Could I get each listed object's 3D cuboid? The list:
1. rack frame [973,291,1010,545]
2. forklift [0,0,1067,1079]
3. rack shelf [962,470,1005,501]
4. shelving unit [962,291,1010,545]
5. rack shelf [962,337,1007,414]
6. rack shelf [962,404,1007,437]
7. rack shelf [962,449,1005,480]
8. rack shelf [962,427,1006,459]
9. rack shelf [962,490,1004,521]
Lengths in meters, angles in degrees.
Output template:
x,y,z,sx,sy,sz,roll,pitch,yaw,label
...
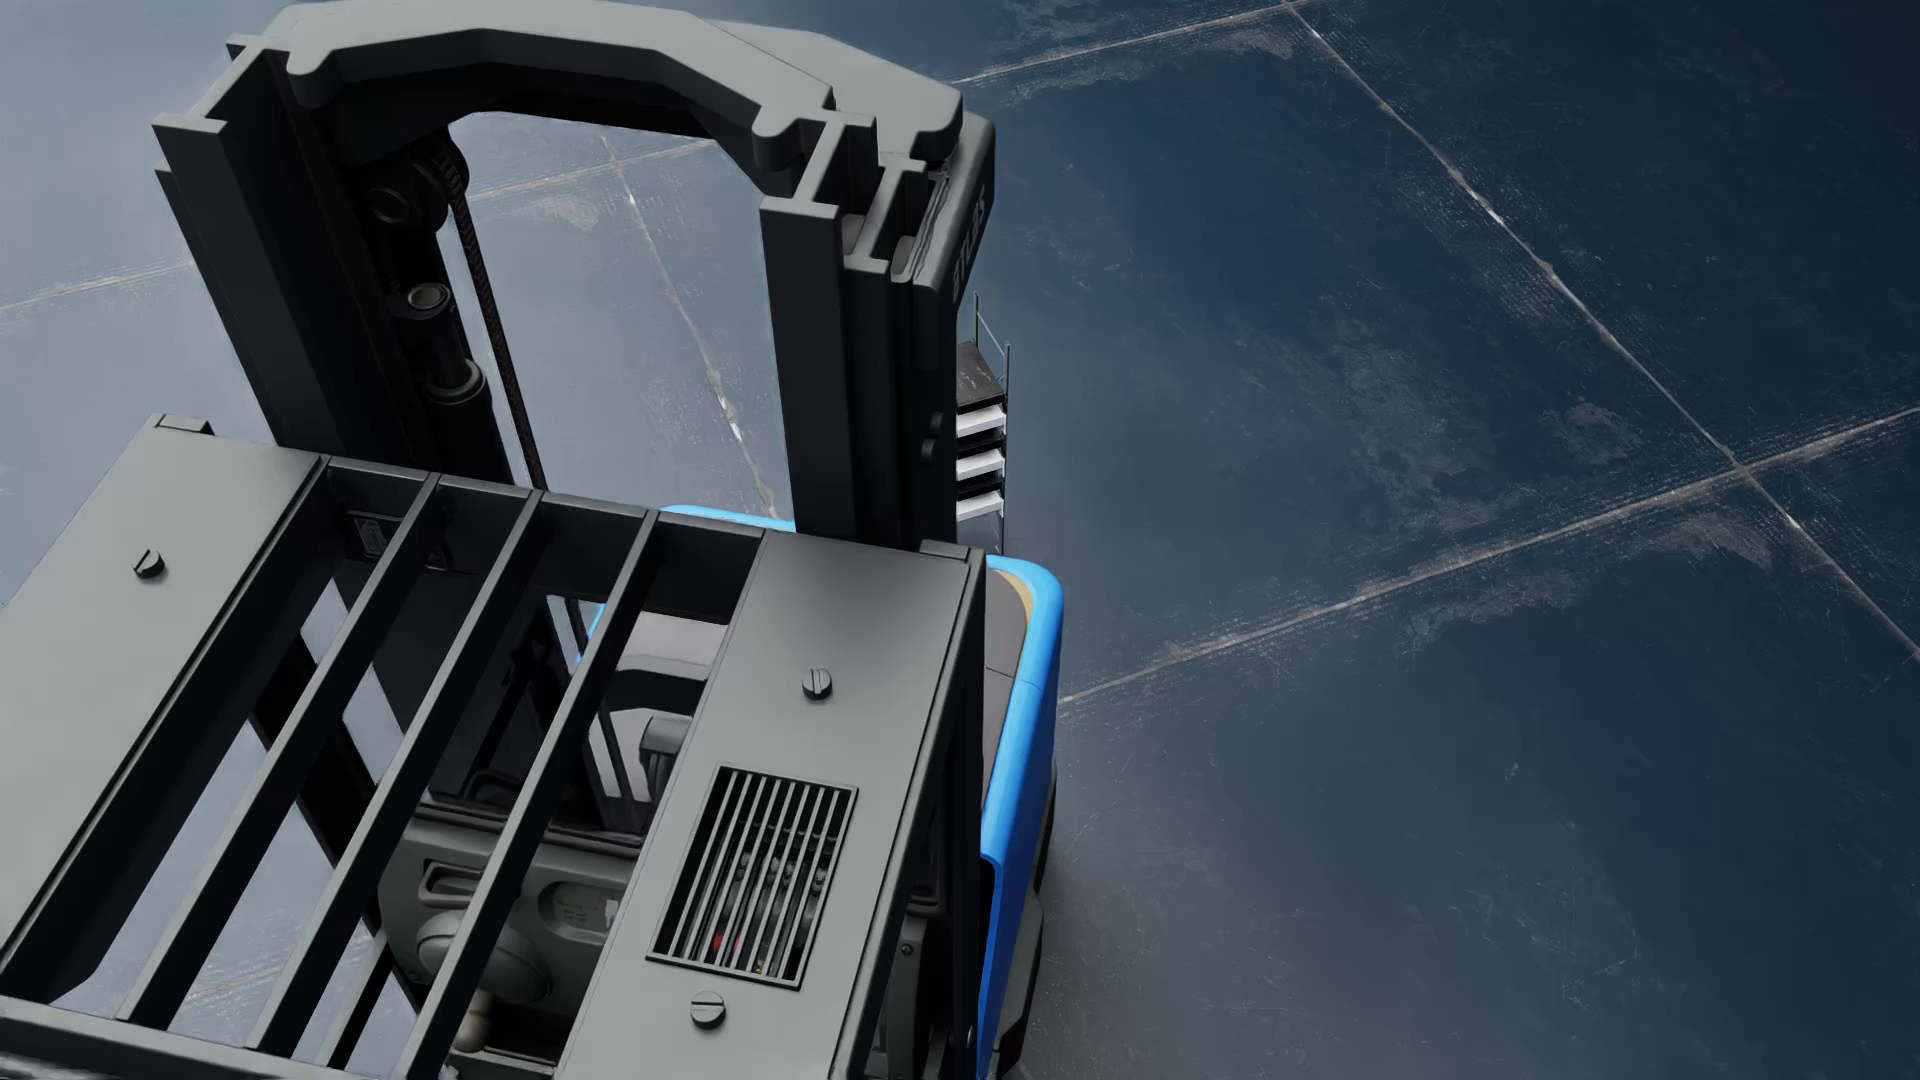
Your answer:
x,y,z,sx,sy,sz,roll,pitch,yaw,label
0.087,-0.320,4.932,0.006,0.900,0.240,-17,52,-14,rack frame
-0.555,0.795,2.635,1.130,2.935,3.031,9,50,8,forklift
-0.008,-0.211,5.000,0.200,0.077,0.258,-17,52,-14,rack shelf
-0.008,-0.291,4.907,0.210,0.900,0.258,-17,52,-14,shelving unit
-0.008,-0.445,4.727,0.200,0.077,0.258,-17,52,-14,rack shelf
-0.008,-0.386,4.795,0.200,0.077,0.258,-17,52,-14,rack shelf
-0.008,-0.269,4.932,0.200,0.077,0.258,-17,52,-14,rack shelf
-0.008,-0.328,4.864,0.200,0.077,0.258,-17,52,-14,rack shelf
-0.008,-0.152,5.068,0.200,0.077,0.258,-17,52,-14,rack shelf
